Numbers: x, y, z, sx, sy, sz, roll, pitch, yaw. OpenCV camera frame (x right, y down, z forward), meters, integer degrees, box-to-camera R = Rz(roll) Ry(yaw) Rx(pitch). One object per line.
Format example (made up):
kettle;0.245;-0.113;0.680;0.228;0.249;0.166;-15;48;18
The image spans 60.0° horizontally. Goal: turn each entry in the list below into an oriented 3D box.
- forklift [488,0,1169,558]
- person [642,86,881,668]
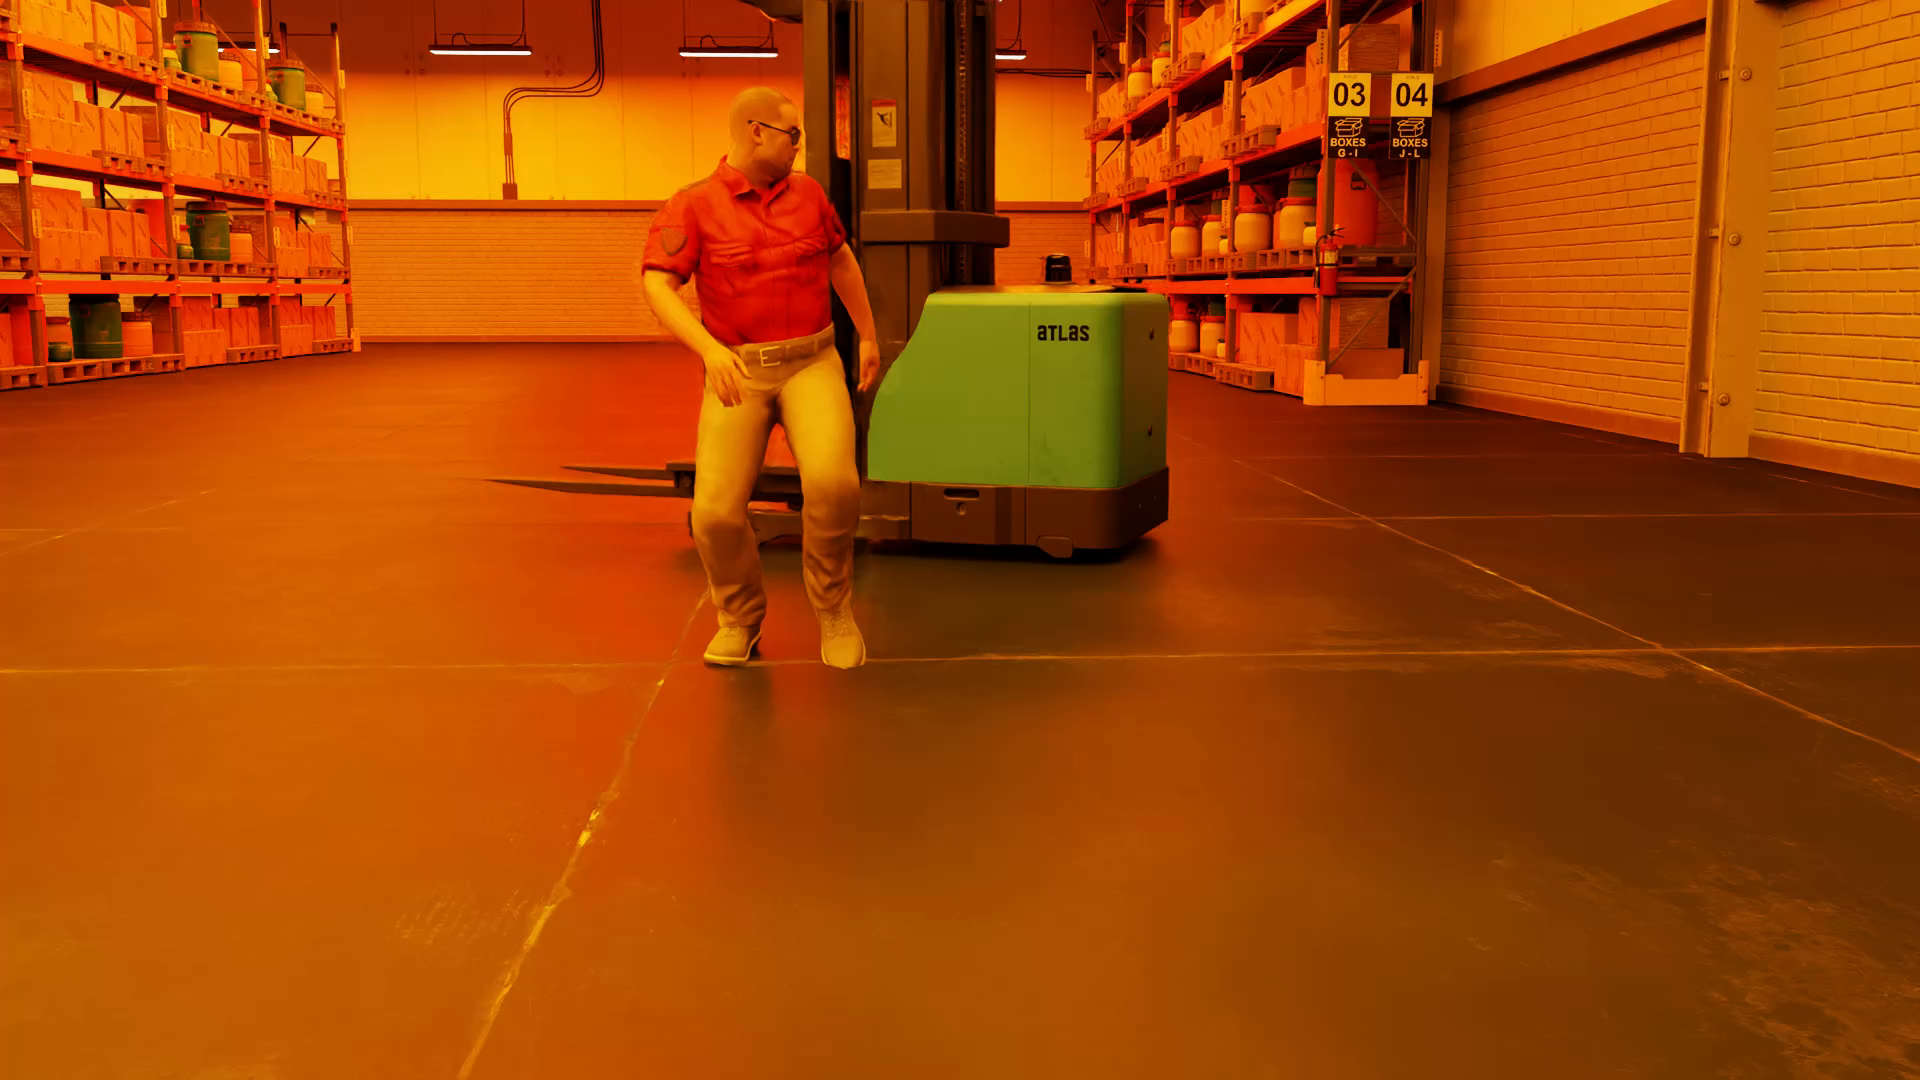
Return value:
forklift;-0.642;-1.482;7.314;3.031;2.935;1.130;3;9;19
person;-0.548;-0.446;4.834;0.723;1.691;0.733;-2;9;-10
